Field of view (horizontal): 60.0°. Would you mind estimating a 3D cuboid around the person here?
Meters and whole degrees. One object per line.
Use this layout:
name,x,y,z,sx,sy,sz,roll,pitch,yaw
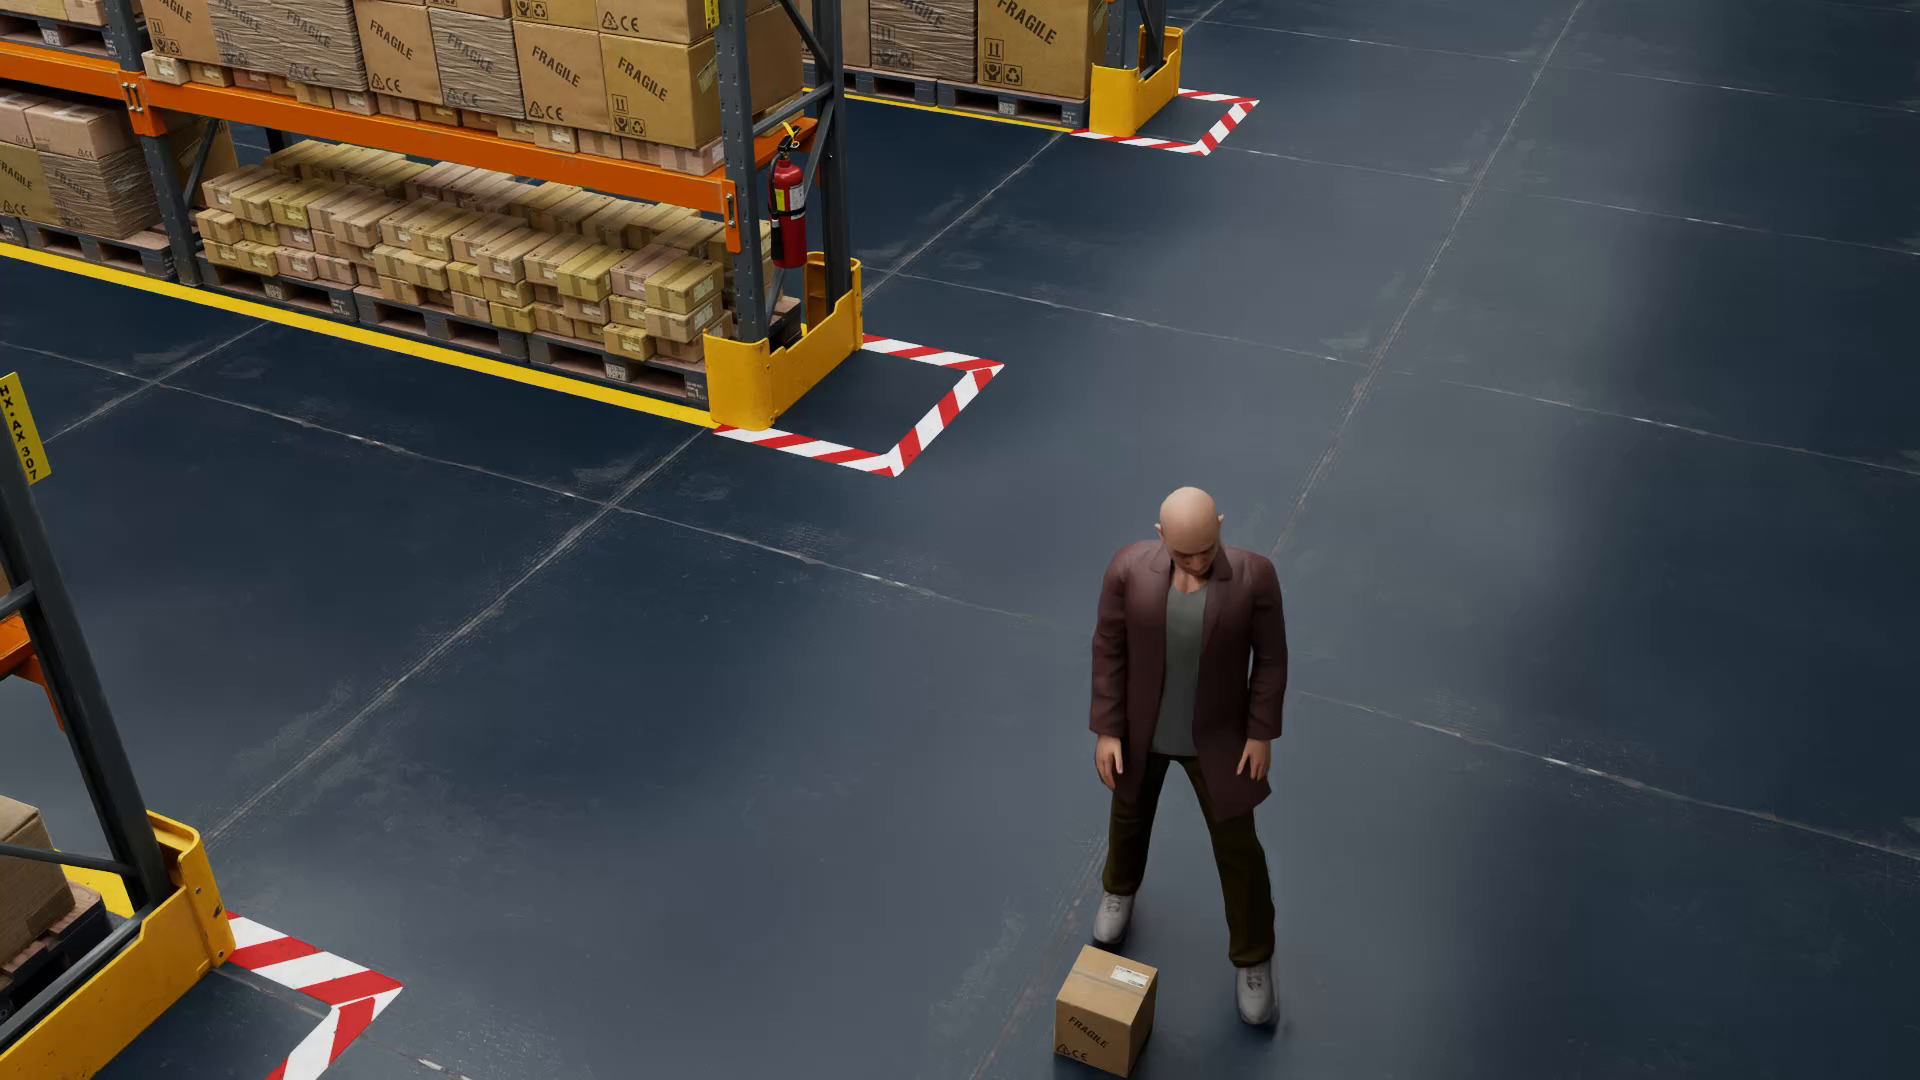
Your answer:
person,0.722,0.641,5.160,0.695,1.771,0.563,9,34,13
